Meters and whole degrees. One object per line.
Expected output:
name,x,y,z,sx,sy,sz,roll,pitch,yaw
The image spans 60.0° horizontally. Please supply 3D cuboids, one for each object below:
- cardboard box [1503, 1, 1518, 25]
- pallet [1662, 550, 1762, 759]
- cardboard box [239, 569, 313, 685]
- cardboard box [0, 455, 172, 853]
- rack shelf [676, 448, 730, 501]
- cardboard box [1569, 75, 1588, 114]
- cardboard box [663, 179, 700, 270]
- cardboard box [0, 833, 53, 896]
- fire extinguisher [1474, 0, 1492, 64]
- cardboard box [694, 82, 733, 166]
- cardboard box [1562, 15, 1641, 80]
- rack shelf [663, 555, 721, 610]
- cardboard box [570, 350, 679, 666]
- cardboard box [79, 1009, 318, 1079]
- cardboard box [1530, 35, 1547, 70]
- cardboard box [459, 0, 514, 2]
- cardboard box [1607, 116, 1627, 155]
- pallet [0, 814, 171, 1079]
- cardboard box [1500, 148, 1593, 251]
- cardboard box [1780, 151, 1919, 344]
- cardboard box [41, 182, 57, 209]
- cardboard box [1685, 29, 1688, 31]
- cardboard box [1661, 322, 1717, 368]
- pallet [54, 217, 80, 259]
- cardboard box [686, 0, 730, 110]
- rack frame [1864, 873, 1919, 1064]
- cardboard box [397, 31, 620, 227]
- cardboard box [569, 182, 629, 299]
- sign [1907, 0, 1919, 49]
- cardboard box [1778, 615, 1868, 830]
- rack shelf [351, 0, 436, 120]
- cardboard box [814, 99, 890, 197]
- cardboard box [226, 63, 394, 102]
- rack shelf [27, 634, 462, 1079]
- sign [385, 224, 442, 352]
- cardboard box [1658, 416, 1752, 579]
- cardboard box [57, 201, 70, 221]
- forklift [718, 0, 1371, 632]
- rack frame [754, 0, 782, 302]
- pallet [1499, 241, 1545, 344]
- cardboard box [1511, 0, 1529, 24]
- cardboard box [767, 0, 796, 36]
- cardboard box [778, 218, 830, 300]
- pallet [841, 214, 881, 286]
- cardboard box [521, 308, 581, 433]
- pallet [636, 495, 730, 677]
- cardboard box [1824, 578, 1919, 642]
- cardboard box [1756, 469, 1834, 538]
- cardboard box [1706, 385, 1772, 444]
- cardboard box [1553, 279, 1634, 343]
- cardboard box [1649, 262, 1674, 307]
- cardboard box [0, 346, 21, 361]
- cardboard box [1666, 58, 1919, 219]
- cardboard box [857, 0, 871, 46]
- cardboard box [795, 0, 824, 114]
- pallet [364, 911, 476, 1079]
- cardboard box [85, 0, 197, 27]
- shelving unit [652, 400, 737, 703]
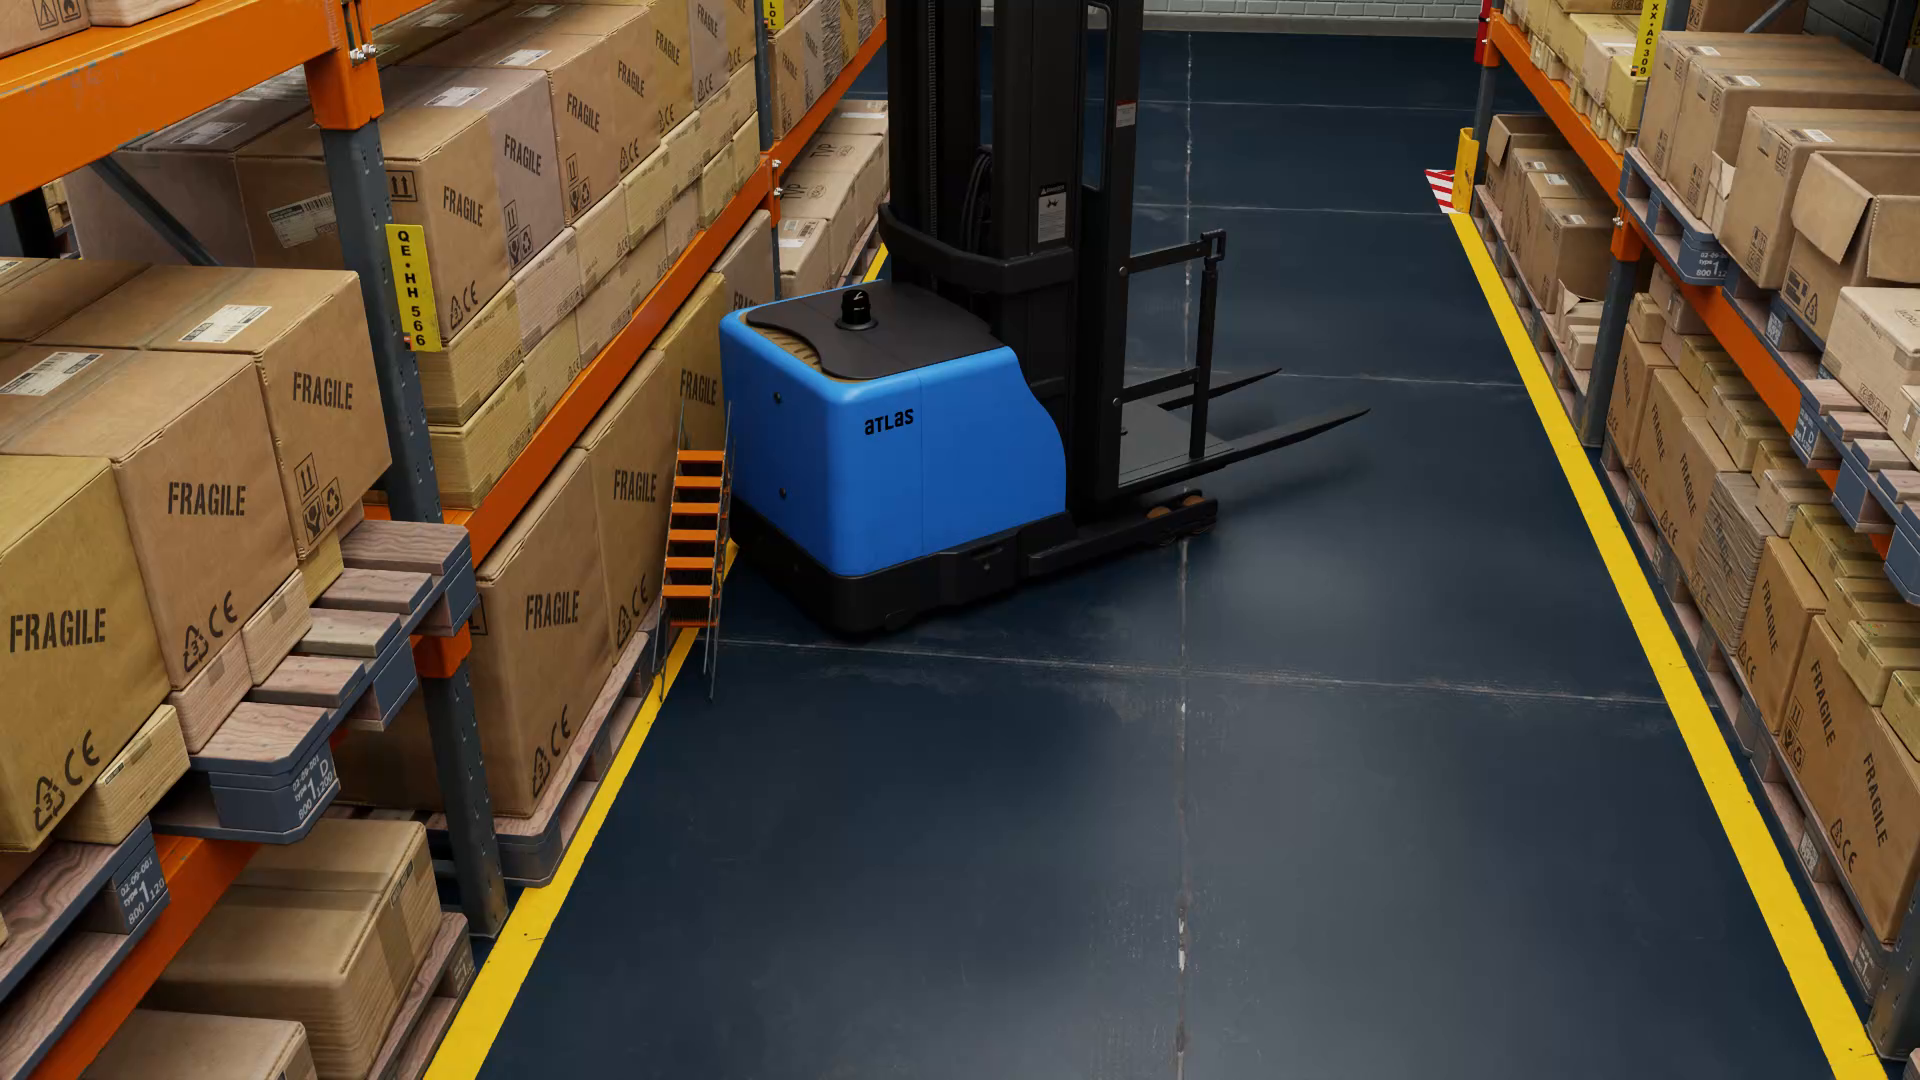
cardboard box,3.706,-3.400,10.663,0.380,0.149,0.250,3,28,6
pallet,3.320,0.422,6.244,1.003,0.211,1.213,3,28,6
cardboard box,-1.642,0.175,3.584,0.380,0.149,0.250,3,28,6
cardboard box,-1.781,0.182,2.888,0.500,0.500,0.500,1,28,3
rack shelf,-0.997,-0.243,6.478,0.180,0.258,0.103,1,58,-1
cardboard box,3.398,-2.312,8.643,0.380,0.149,0.250,3,28,5
cardboard box,-1.347,-1.285,6.631,0.500,0.250,0.500,3,28,5
cardboard box,-1.857,0.534,2.917,0.380,0.149,0.250,4,29,7
fire extinguisher,3.578,-3.547,11.146,0.296,0.674,0.183,3,28,6
cardboard box,-1.265,-1.750,6.966,0.500,0.250,0.500,4,29,7
cardboard box,3.470,-2.556,8.676,0.500,0.250,0.500,3,28,6
rack shelf,-0.999,0.165,6.225,0.180,0.258,0.103,1,58,-1
cardboard box,-1.608,-0.160,6.181,0.875,0.875,0.875,4,29,7
cardboard box,-2.050,1.415,3.789,0.950,0.372,0.625,3,28,5
cardboard box,3.499,-2.796,9.543,0.380,0.149,0.250,3,28,5
cardboard box,-1.836,-1.870,6.398,0.500,0.500,0.500,3,28,5
cardboard box,3.328,-1.944,7.961,0.380,0.149,0.250,4,29,8
pallet,-2.090,0.848,2.715,1.003,0.211,1.213,3,28,6
cardboard box,3.707,-2.051,10.087,0.700,0.500,0.500,4,29,8
cardboard box,3.055,-0.893,5.193,0.797,0.503,0.637,3,28,5
cardboard box,-5.838,-2.117,10.267,0.380,0.149,0.250,3,28,6
cardboard box,3.977,-2.528,8.624,0.500,0.250,0.500,4,29,7
cardboard box,3.264,-0.848,7.170,0.380,0.149,0.250,3,28,5
pallet,-6.129,-1.960,10.665,1.003,0.211,1.213,3,28,6
cardboard box,-1.260,-2.068,6.767,0.500,0.500,0.500,4,29,7
rack frame,3.039,0.117,3.871,1.000,3.000,0.127,3,28,6
cardboard box,-1.455,-1.349,5.432,0.500,0.500,0.500,4,29,8
cardboard box,-1.443,-1.025,5.622,0.500,0.250,0.500,3,28,6
sign,4.080,-2.246,7.035,0.100,0.325,0.005,3,28,6
cardboard box,2.949,0.586,5.193,0.500,0.500,0.500,3,28,5
rack shelf,-1.643,-2.115,5.610,1.077,0.370,4.000,3,28,6
cardboard box,-0.889,-2.676,11.314,0.875,0.438,0.875,2,28,4
cardboard box,-2.030,-1.155,5.072,0.500,0.500,0.500,4,29,7
rack shelf,-2.133,1.088,2.826,1.077,0.370,4.000,3,28,6
sign,-1.348,-0.618,4.097,0.100,0.325,0.005,3,28,6
cardboard box,3.125,-0.150,6.559,0.500,0.500,0.500,3,28,5
cardboard box,-5.885,-2.117,10.580,0.380,0.149,0.250,4,29,8
forklift,0.523,-1.457,6.863,3.031,2.935,1.130,-18,33,-29
rack frame,-1.398,-2.053,7.898,1.000,3.000,0.127,3,28,6
pallet,3.761,-1.438,9.696,1.003,0.211,1.213,3,28,6
cardboard box,3.634,-3.279,10.018,0.500,0.250,0.500,4,29,7
cardboard box,-1.099,-2.747,8.027,0.500,0.500,0.500,4,29,7
cardboard box,-1.215,-1.399,8.943,0.875,0.438,0.875,3,28,5
pallet,-1.080,-1.755,10.284,1.003,0.211,1.213,3,28,6
cardboard box,-1.533,-0.563,5.290,0.500,0.250,0.500,3,28,5
pallet,-1.565,0.118,6.808,1.003,0.211,1.213,3,28,6
cardboard box,2.927,0.248,5.136,0.380,0.149,0.250,2,28,5
cardboard box,3.038,-0.123,5.825,0.380,0.149,0.250,2,28,4
cardboard box,3.156,-0.481,6.490,0.380,0.149,0.250,3,28,6
cardboard box,3.349,-1.195,8.745,0.396,0.266,0.258,4,29,8
cardboard box,3.281,-1.110,7.344,0.380,0.149,0.250,3,28,5
cardboard box,-2.230,-0.086,3.385,0.500,0.500,0.500,5,29,9
cardboard box,3.184,-1.537,6.392,0.700,0.500,0.500,4,29,7
cardboard box,-0.834,-3.259,10.032,0.500,0.500,0.500,4,29,8
cardboard box,-1.015,-2.539,8.695,0.500,0.500,0.500,4,29,7
pallet,-1.985,1.425,4.382,1.003,0.211,1.213,3,28,6
cardboard box,-1.741,-1.102,3.235,0.380,0.149,0.250,3,28,6
shelving unit,-0.998,0.025,6.312,0.189,0.258,1.200,1,58,-1
